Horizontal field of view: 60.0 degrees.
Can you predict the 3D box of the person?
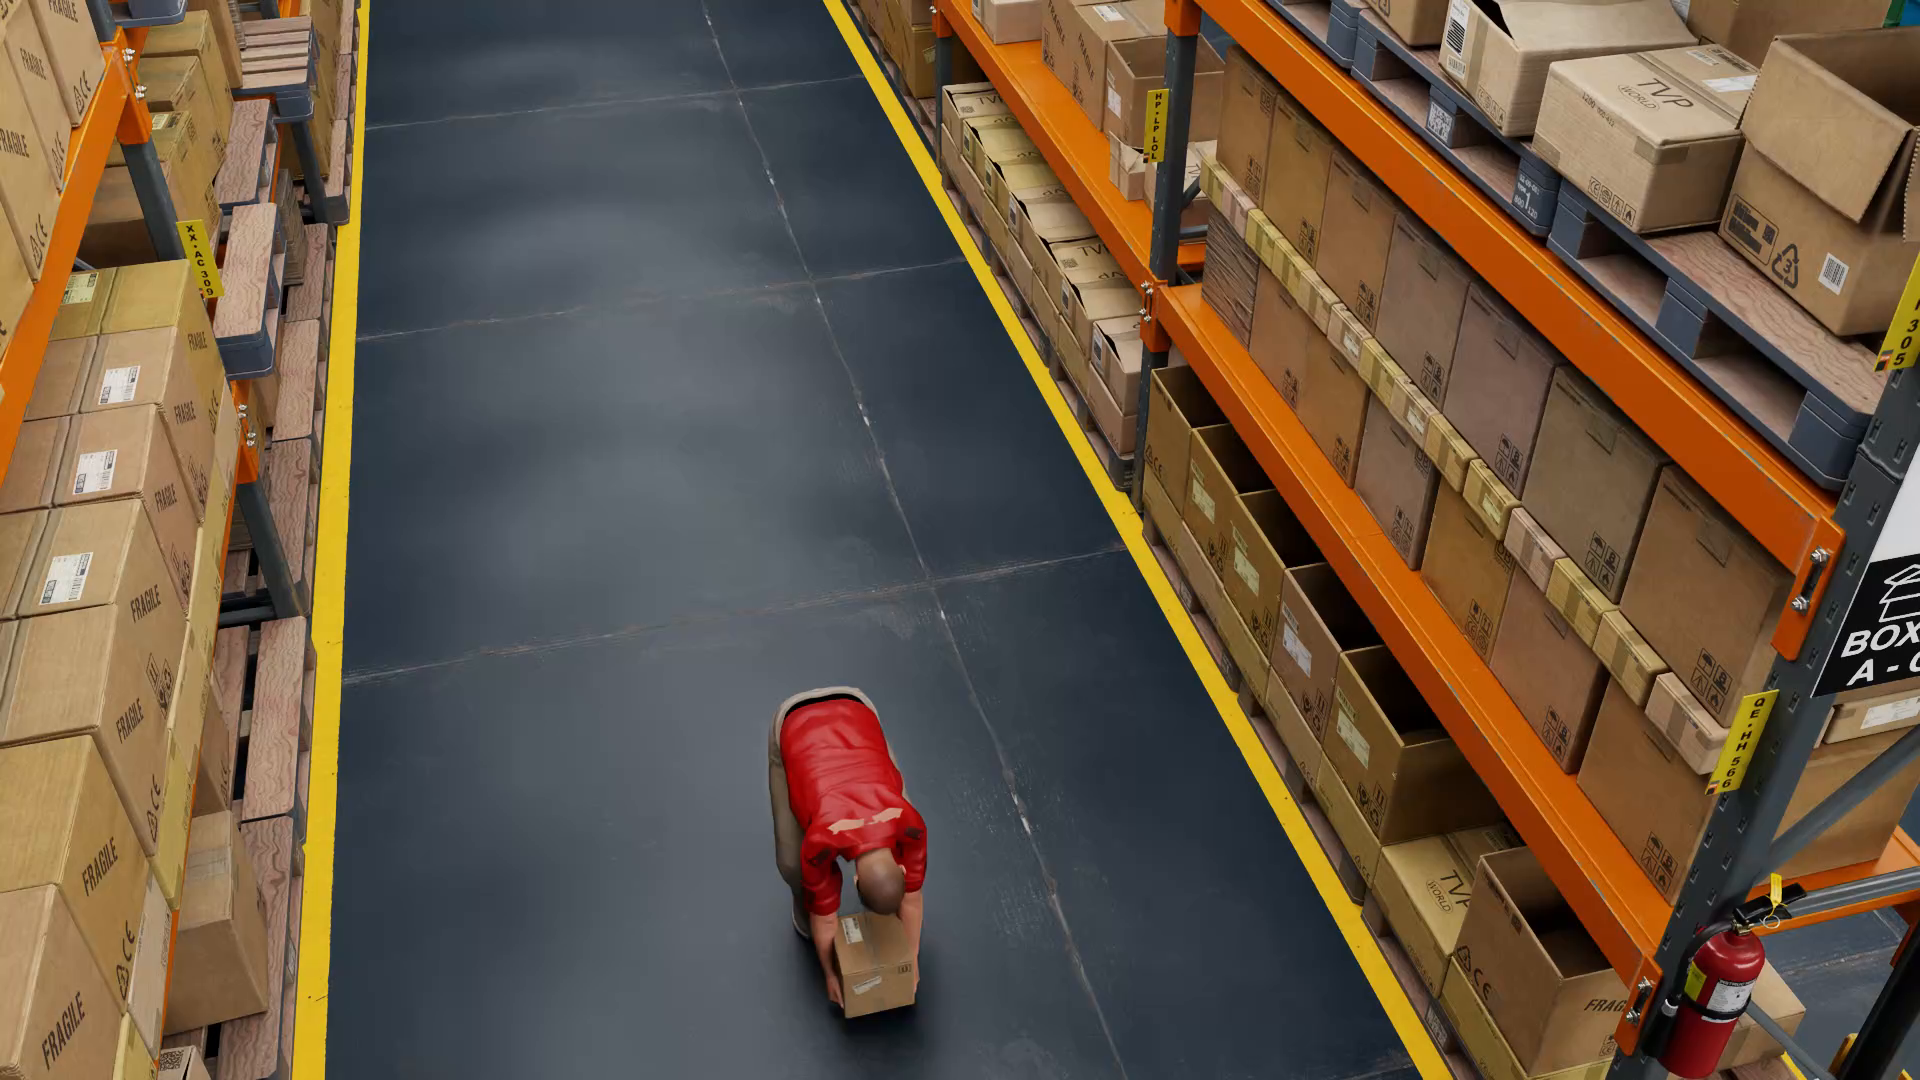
[{"bbox_3d":[-0.428,0.684,5.849,0.597,1.725,0.400,-11,39,-14],"label":"person"}]
